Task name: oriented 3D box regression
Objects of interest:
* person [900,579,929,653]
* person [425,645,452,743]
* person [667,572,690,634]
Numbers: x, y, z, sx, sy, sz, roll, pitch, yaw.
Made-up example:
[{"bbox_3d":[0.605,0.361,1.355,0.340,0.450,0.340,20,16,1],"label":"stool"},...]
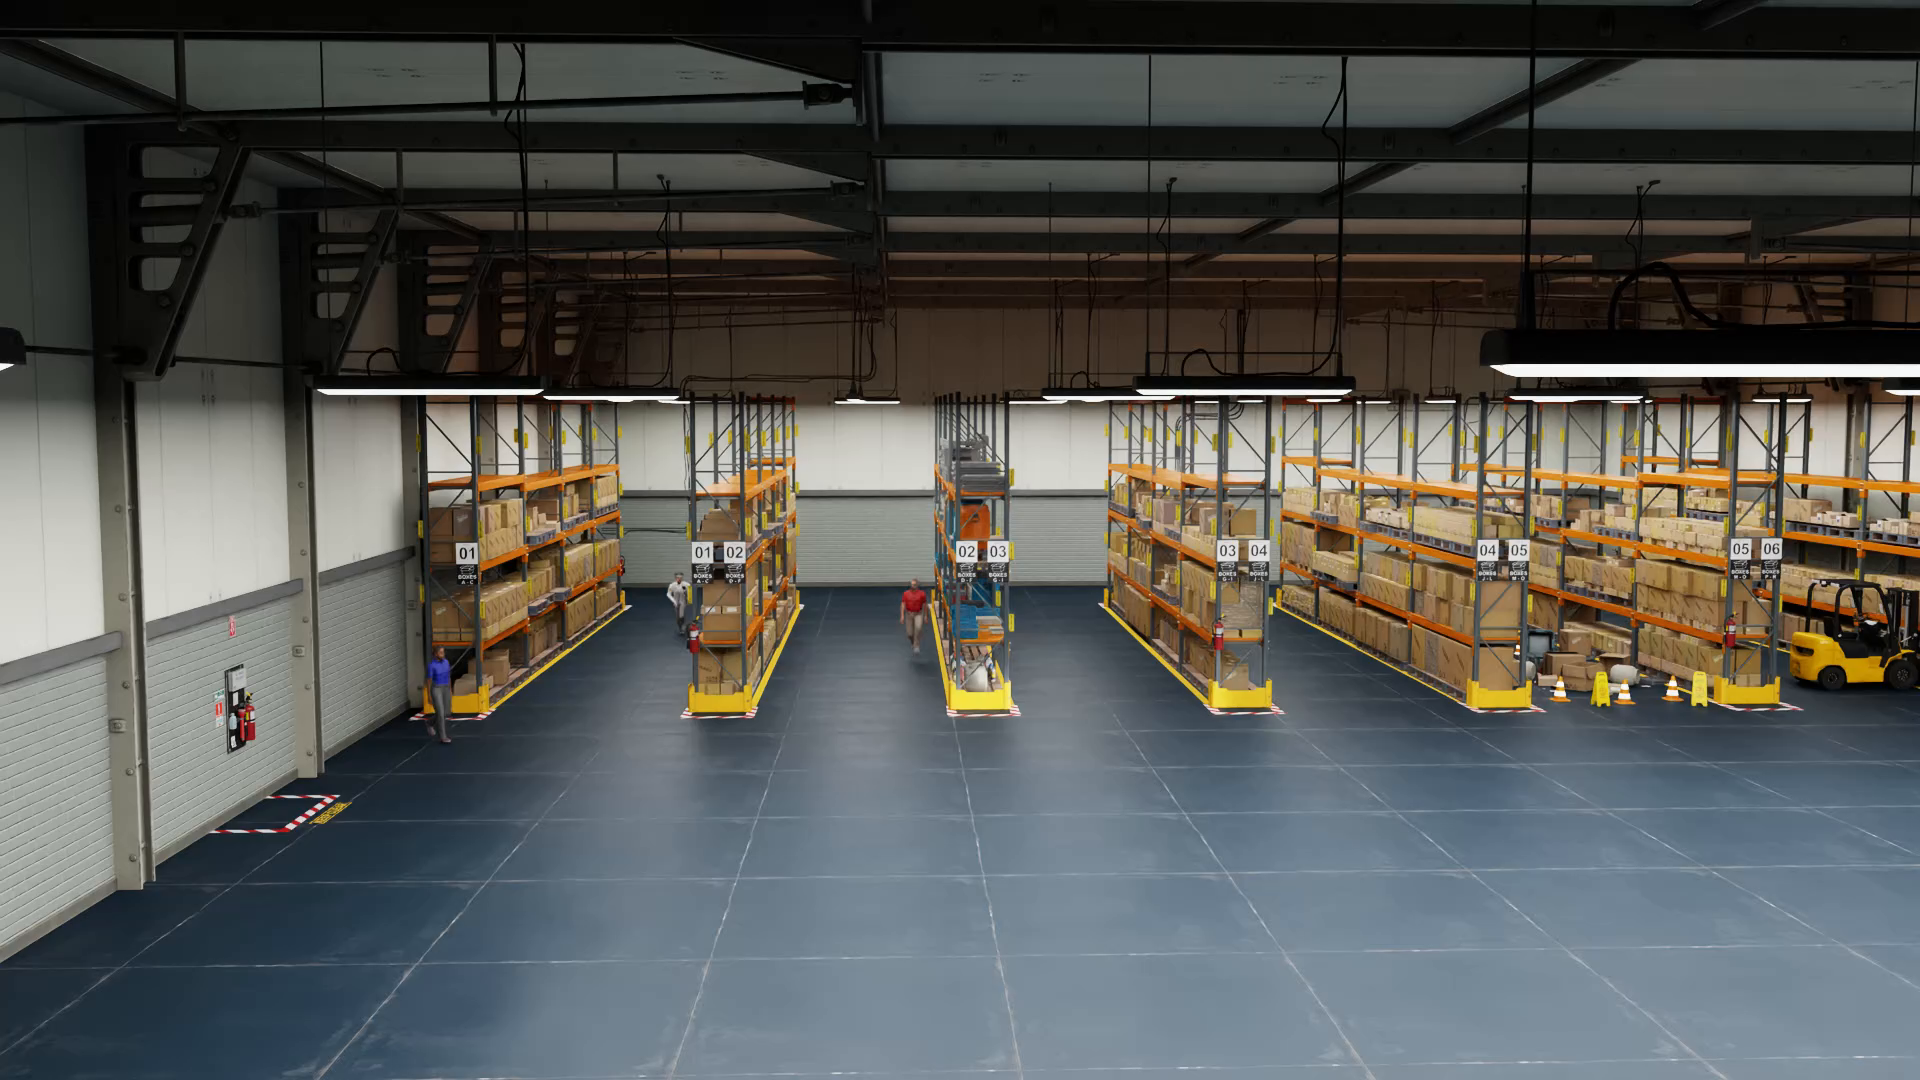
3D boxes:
[{"bbox_3d":[-1.052,1.675,37.127,0.576,1.591,1.015,1,5,14],"label":"person"},{"bbox_3d":[-8.927,2.610,28.514,0.750,1.635,0.512,3,5,32],"label":"person"},{"bbox_3d":[-7.028,1.582,41.785,0.582,1.602,0.703,1,5,7],"label":"person"}]
